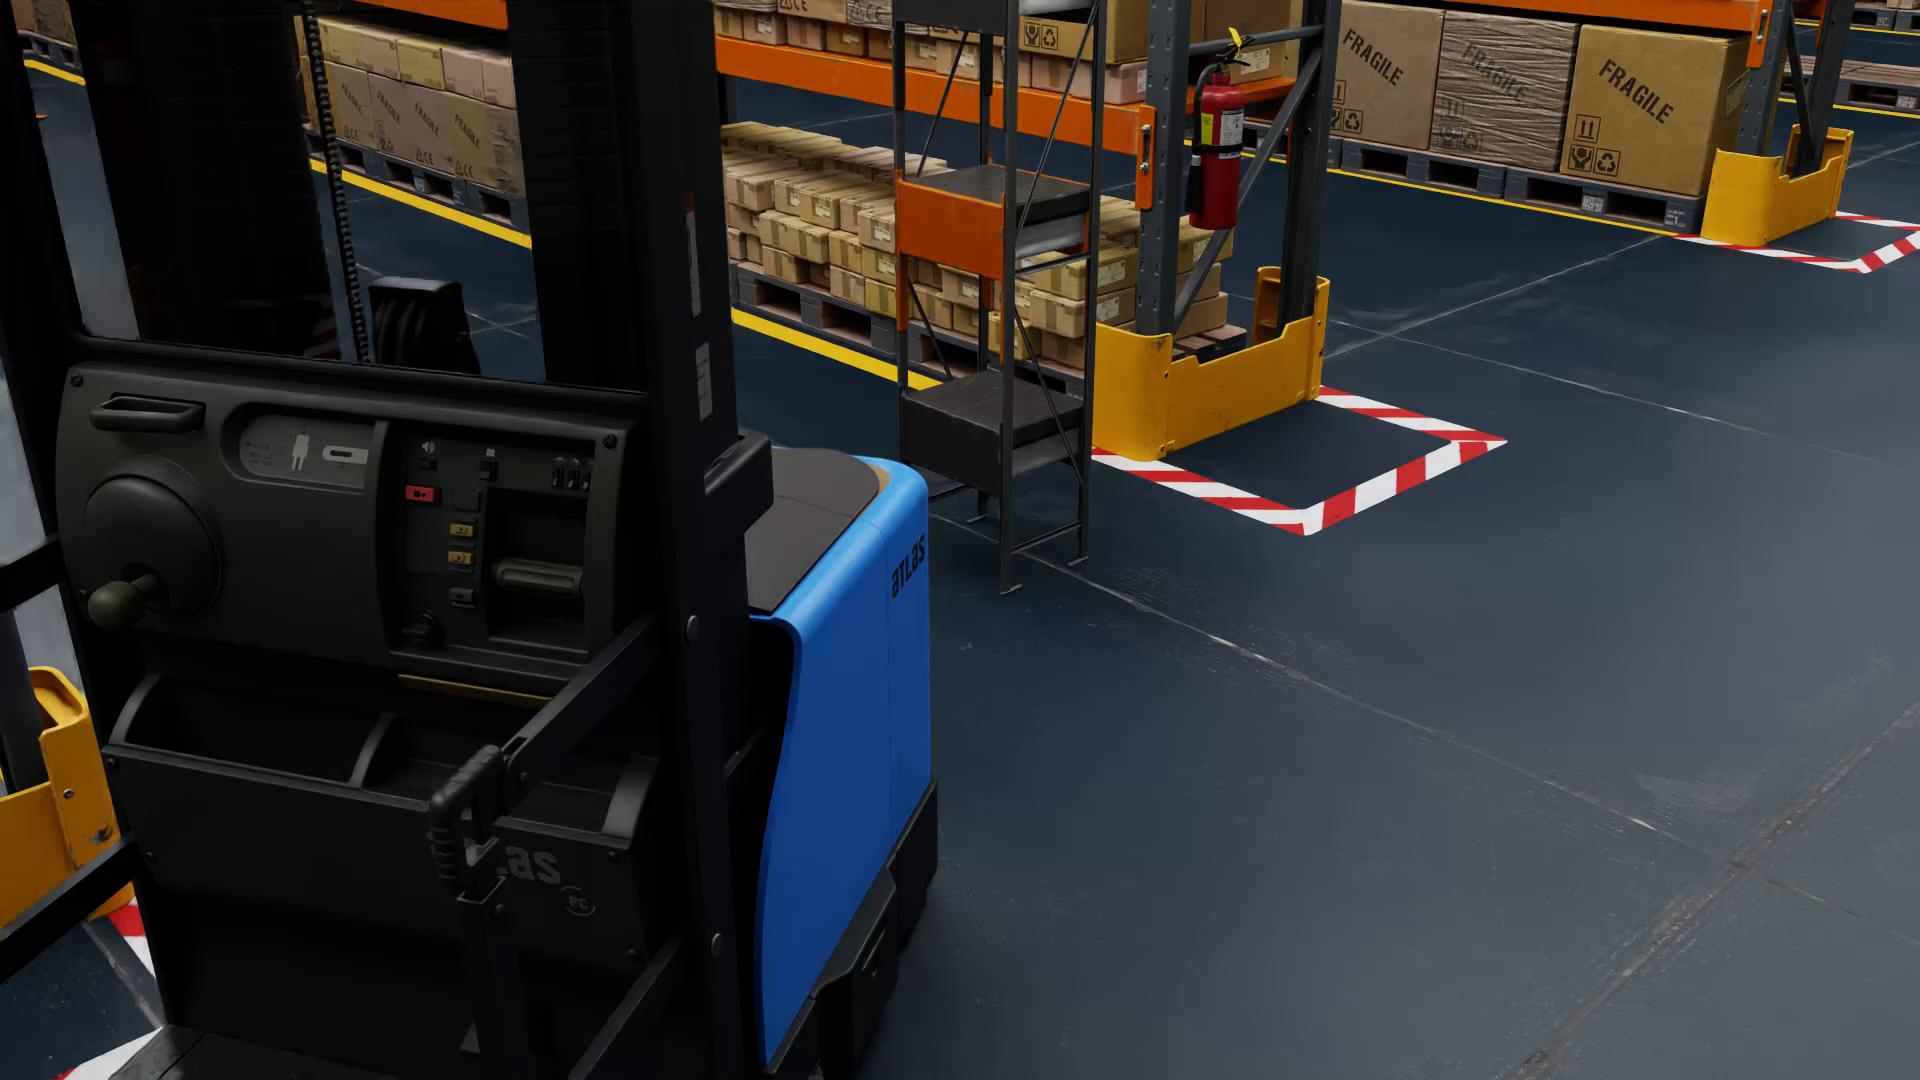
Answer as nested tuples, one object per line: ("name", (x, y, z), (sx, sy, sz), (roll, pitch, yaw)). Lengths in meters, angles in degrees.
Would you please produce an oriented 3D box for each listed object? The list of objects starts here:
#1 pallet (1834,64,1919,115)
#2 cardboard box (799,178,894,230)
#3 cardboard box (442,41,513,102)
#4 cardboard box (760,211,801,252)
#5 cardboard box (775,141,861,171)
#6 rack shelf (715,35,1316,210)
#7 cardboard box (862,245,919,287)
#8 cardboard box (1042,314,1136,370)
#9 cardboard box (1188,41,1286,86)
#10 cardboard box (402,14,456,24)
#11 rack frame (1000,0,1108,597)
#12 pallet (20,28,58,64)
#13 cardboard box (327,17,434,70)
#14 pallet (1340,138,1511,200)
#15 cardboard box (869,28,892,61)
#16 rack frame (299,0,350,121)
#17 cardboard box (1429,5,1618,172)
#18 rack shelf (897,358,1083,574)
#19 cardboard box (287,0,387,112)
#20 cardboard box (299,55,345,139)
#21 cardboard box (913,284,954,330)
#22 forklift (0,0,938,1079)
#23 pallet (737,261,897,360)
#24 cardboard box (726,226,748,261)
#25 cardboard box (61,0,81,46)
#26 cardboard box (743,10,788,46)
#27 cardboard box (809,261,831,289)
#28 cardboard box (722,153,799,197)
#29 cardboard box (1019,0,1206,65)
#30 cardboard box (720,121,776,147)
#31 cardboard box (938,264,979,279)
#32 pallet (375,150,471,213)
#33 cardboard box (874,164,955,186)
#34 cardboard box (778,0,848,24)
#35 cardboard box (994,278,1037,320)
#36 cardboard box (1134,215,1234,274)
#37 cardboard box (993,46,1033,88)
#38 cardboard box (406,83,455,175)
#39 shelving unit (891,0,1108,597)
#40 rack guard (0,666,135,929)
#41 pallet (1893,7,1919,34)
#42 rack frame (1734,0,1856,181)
("pallet", (7.840, -3.623, 13.438), (1.003, 0.211, 1.213), (-21, 32, -38))
("cardboard box", (-0.530, -1.582, 7.816), (0.380, 0.149, 0.250), (-21, 32, -38))
("cardboard box", (-2.699, -2.770, 9.809), (0.500, 0.250, 0.500), (-19, 31, -36))
("cardboard box", (-0.738, -1.508, 8.012), (0.380, 0.149, 0.250), (-22, 32, -39))
("cardboard box", (-0.731, -1.952, 8.626), (0.380, 0.149, 0.250), (-20, 31, -37))
("rack shelf", (-0.296, -2.128, 7.667), (1.077, 0.370, 4.000), (-21, 32, -38))
("cardboard box", (-0.218, -1.268, 7.486), (0.380, 0.149, 0.250), (-21, 32, -38))
("cardboard box", (0.559, -0.844, 6.914), (0.380, 0.149, 0.250), (-21, 32, -38))
("cardboard box", (1.088, -1.926, 6.661), (0.380, 0.149, 0.250), (-22, 32, -39))
("cardboard box", (-3.385, -3.385, 11.159), (0.500, 0.250, 0.500), (-21, 32, -38))
("rack frame", (0.280, -0.831, 5.042), (0.400, 2.100, 0.015), (-21, 32, -38))
("pallet", (-8.432, -4.839, 16.102), (1.003, 0.211, 1.213), (-21, 32, -38))
("cardboard box", (-3.756, -3.237, 10.834), (0.500, 0.250, 0.500), (-22, 32, -39))
("pallet", (3.327, -2.547, 11.078), (1.003, 0.211, 1.213), (-21, 32, -38))
("cardboard box", (-0.175, -2.169, 7.193), (0.250, 0.149, 0.380), (22, 33, 40))
("rack frame", (-4.397, -4.273, 11.503), (1.000, 3.000, 0.127), (-21, 32, -38))
("cardboard box", (3.642, -2.897, 10.541), (0.875, 0.875, 0.875), (-21, 32, -38))
("rack shelf", (0.113, -0.256, 5.500), (0.431, 0.518, 0.480), (-21, 32, -38))
("cardboard box", (-4.748, -3.651, 12.343), (1.050, 0.750, 0.750), (-22, 32, -39))
("cardboard box", (-4.100, -3.040, 11.306), (0.500, 0.500, 0.500), (22, 33, 40))
("cardboard box", (0.013, -1.069, 7.407), (0.380, 0.149, 0.250), (-21, 32, -38))
("forklift", (-0.963, 0.005, 2.209), (1.130, 2.935, 3.031), (7, 25, 15))
("pallet", (-0.340, -1.229, 8.191), (1.003, 0.211, 1.213), (-21, 32, -38))
("cardboard box", (-1.049, -1.550, 8.462), (0.380, 0.149, 0.250), (-22, 33, -39))
("cardboard box", (-7.510, -4.920, 14.974), (0.875, 0.875, 0.875), (-21, 32, -38))
("cardboard box", (-0.773, -2.383, 7.663), (0.380, 0.149, 0.250), (-20, 31, -36))
("cardboard box", (-0.497, -1.314, 7.946), (0.380, 0.149, 0.250), (-20, 31, -37))
("cardboard box", (-1.030, -1.827, 8.354), (0.380, 0.149, 0.250), (-22, 33, -40))
("cardboard box", (0.576, -2.093, 6.246), (0.500, 0.500, 0.500), (-20, 32, -37))
("cardboard box", (-1.230, -2.192, 9.153), (0.380, 0.149, 0.250), (-20, 31, -37))
("cardboard box", (0.124, -1.237, 7.061), (0.380, 0.149, 0.250), (-22, 33, -40))
("pallet", (-3.035, -2.398, 10.752), (1.003, 0.211, 1.213), (-21, 32, -38))
("cardboard box", (-0.195, -1.711, 8.099), (0.380, 0.149, 0.250), (-21, 32, -38))
("cardboard box", (-0.460, -2.556, 7.259), (0.500, 0.500, 0.500), (-19, 31, -36))
("cardboard box", (0.362, -1.052, 7.013), (0.380, 0.149, 0.250), (-22, 33, -40))
("cardboard box", (0.960, -1.269, 7.130), (0.250, 0.149, 0.380), (22, 32, 39))
("cardboard box", (0.316, -1.911, 6.628), (0.380, 0.149, 0.250), (-22, 32, -39))
("cardboard box", (-3.051, -2.580, 10.297), (0.500, 0.500, 0.500), (-22, 33, -40))
("shelving unit", (0.113, -0.905, 5.204), (0.431, 2.100, 0.503), (-21, 32, -38))
("rack guard", (-2.457, 0.730, 3.548), (1.175, 0.500, 0.348), (-21, 32, -38))
("pallet", (10.567, -5.400, 17.333), (1.003, 0.211, 1.213), (-21, 32, -38))
("rack frame", (4.760, -3.226, 9.207), (1.000, 3.000, 0.127), (-21, 32, -38))
